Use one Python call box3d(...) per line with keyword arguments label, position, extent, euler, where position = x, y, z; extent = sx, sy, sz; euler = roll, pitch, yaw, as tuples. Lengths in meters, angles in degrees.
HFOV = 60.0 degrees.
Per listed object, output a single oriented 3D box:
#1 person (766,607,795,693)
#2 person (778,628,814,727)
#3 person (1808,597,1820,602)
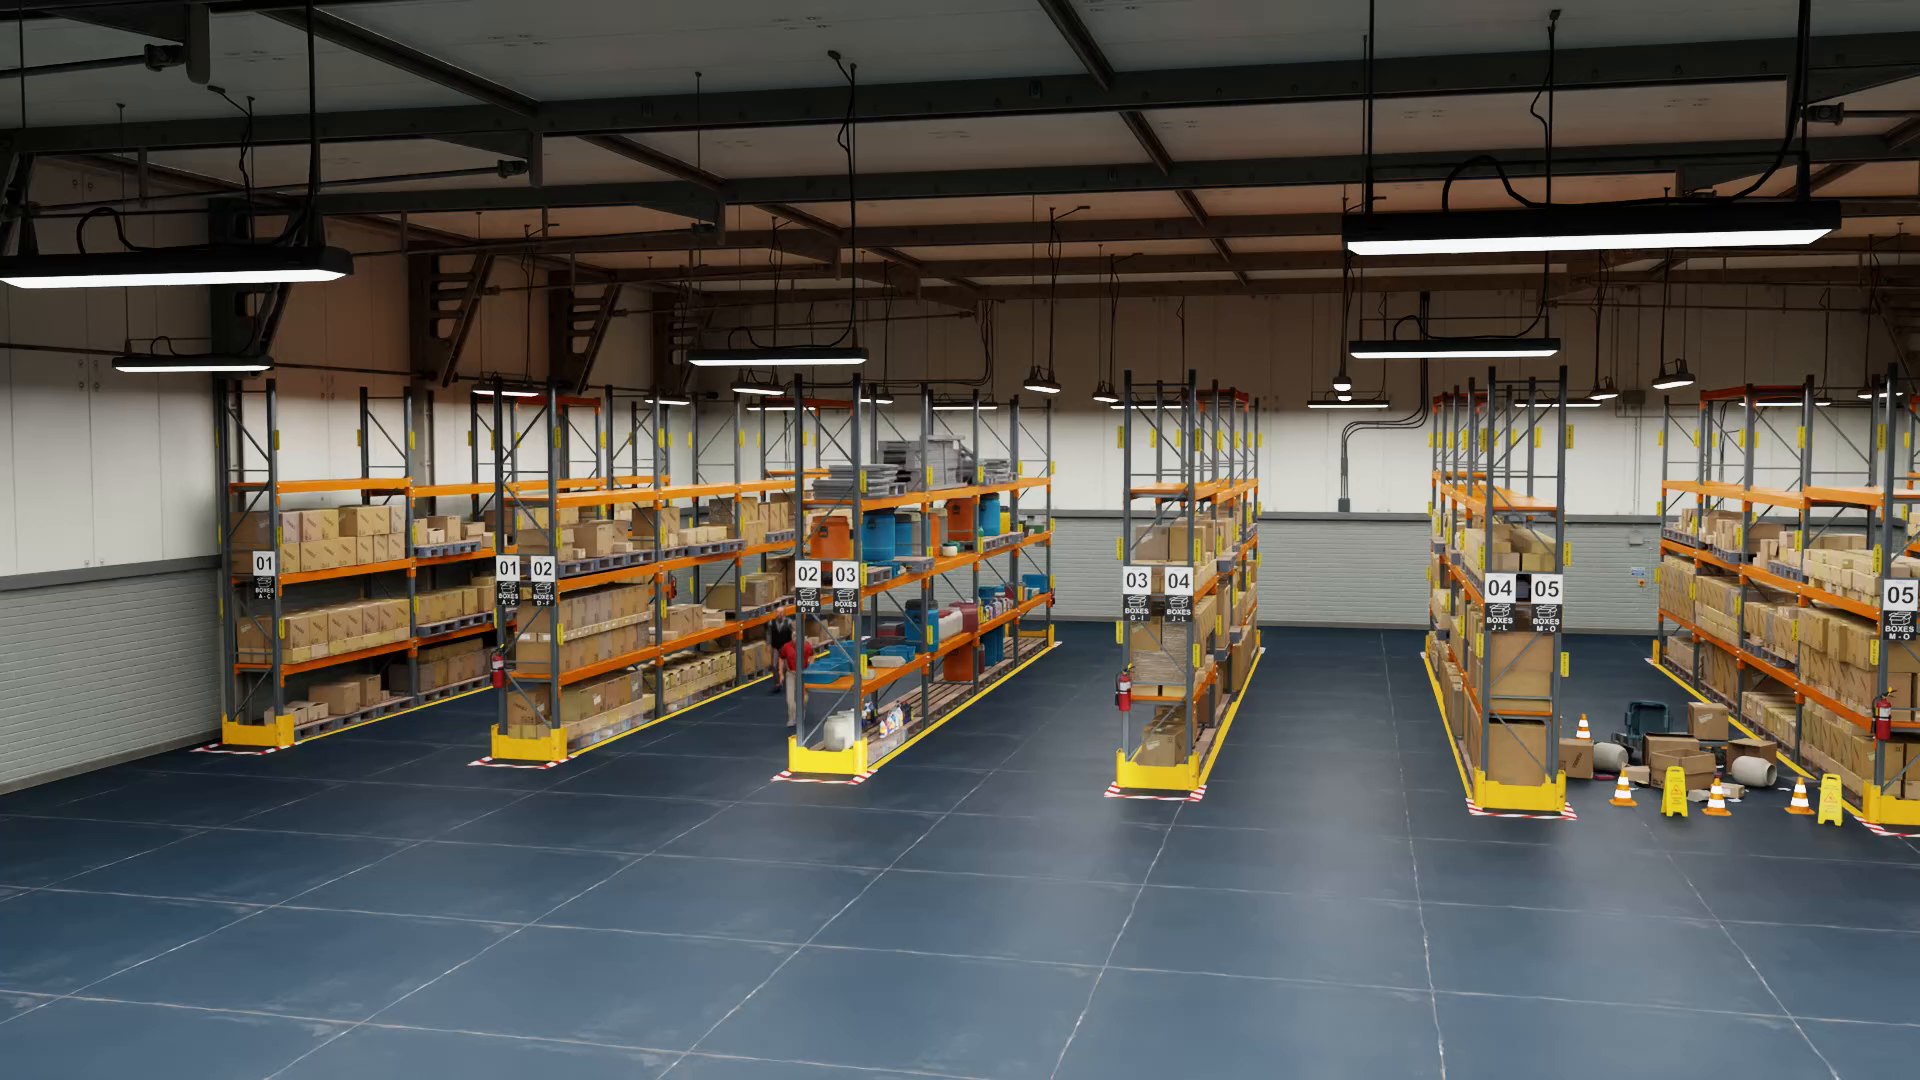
box3d(label="person", position=(-3.573, 2.166, 33.245), extent=(0.624, 1.704, 0.638), euler=(0, 3, 2))
box3d(label="person", position=(-2.884, 2.398, 29.343), extent=(0.634, 1.713, 0.632), euler=(0, 3, -4))
box3d(label="person", position=(18.996, 1.895, 37.183), extent=(1.032, 1.697, 0.561), euler=(2, 4, 28))
